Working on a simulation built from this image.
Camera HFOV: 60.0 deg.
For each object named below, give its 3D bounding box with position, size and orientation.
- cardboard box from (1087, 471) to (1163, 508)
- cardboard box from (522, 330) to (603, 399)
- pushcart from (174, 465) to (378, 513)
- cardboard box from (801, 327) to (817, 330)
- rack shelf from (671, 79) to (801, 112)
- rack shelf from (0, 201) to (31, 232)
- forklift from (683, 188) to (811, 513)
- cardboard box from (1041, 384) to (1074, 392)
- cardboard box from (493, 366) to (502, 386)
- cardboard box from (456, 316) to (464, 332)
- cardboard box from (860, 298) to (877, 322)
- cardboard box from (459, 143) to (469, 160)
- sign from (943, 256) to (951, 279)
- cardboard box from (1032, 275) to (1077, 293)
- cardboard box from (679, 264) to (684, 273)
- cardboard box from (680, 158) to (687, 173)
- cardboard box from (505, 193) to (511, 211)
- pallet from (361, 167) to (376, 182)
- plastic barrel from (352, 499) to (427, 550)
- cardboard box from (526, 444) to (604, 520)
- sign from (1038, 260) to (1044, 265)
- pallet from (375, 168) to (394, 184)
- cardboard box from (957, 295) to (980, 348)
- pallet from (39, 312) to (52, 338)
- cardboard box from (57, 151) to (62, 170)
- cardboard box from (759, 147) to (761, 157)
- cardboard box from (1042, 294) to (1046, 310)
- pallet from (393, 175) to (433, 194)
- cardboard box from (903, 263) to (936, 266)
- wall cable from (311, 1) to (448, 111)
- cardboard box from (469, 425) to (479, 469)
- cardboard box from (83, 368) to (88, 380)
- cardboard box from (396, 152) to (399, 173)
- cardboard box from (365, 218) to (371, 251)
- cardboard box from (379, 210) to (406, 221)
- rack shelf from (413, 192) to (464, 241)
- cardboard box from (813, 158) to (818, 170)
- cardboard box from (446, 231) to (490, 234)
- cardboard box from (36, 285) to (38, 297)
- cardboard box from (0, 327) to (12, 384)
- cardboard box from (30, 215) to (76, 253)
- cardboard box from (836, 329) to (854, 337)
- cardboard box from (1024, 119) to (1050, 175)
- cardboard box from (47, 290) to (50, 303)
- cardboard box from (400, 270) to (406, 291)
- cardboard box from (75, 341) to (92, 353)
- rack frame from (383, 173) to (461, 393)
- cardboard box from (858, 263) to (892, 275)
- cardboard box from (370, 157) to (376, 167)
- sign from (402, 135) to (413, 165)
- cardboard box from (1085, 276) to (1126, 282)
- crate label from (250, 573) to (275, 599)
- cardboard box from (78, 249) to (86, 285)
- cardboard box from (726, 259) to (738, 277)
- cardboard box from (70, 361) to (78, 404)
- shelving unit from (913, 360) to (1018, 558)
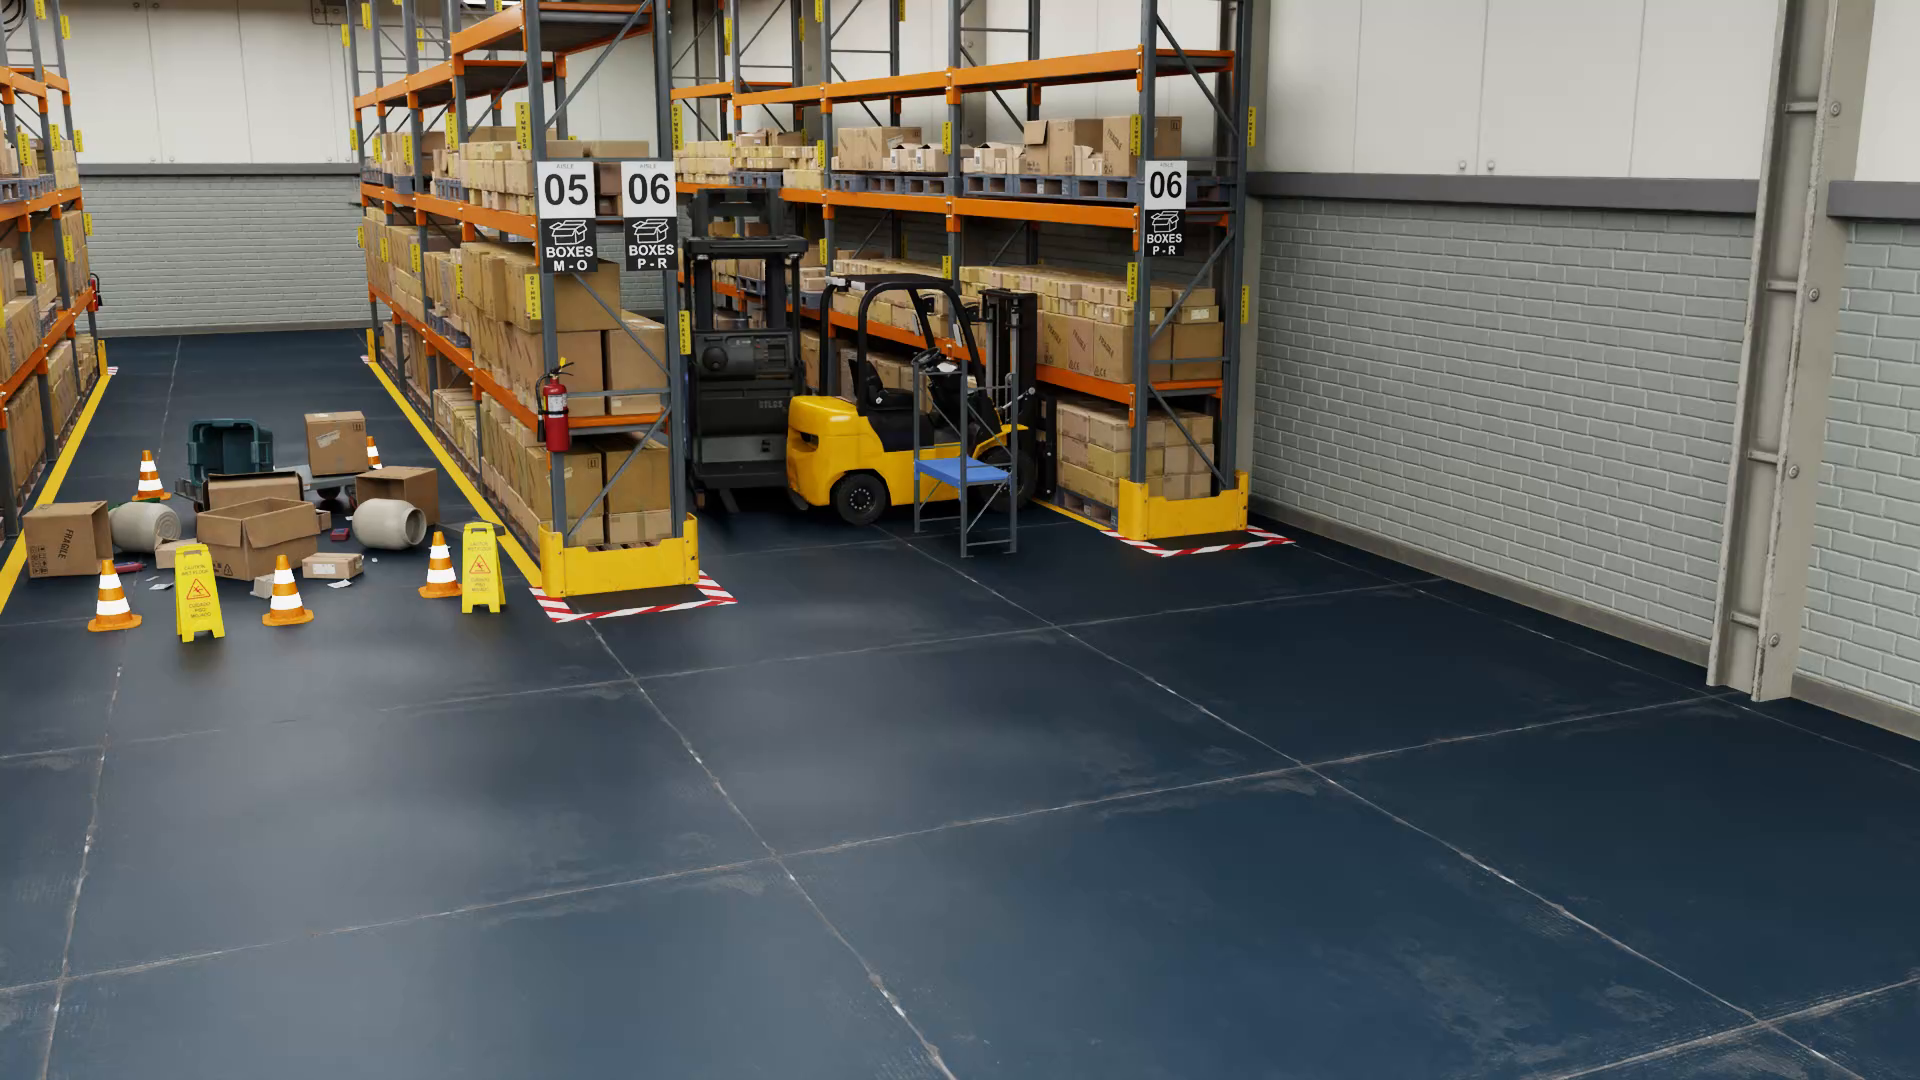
[{"bbox_3d":[1.483,-0.478,14.950,0.500,0.250,0.500,-6,14,-23],"label":"cardboard box"},{"bbox_3d":[-3.056,-1.376,12.782,0.500,0.500,0.500,-6,14,-24],"label":"cardboard box"},{"bbox_3d":[-6.257,-0.428,15.382,1.648,0.377,0.936,-12,18,-42],"label":"pushcart"},{"bbox_3d":[-2.231,-2.911,23.469,0.380,0.149,0.250,-6,14,-23],"label":"cardboard box"},{"bbox_3d":[-3.648,-7.008,26.293,1.077,0.370,4.000,-6,14,-23],"label":"rack shelf"},{"bbox_3d":[-9.485,-2.978,15.527,1.077,0.370,4.000,-6,14,-23],"label":"rack shelf"},{"bbox_3d":[-2.003,-1.797,15.635,1.130,2.935,3.031,-3,13,-13],"label":"forklift"},{"bbox_3d":[1.140,-1.430,16.844,0.500,0.250,0.500,-6,14,-23],"label":"cardboard box"},{"bbox_3d":[-3.852,-1.440,14.497,0.380,0.149,0.250,-6,14,-23],"label":"cardboard box"},{"bbox_3d":[-4.873,-2.191,16.812,0.380,0.149,0.250,-6,14,-24],"label":"cardboard box"},{"bbox_3d":[-0.881,-2.800,20.150,0.500,0.250,0.500,-6,14,-25],"label":"cardboard box"},{"bbox_3d":[-4.361,-3.555,15.213,0.380,0.149,0.250,-6,14,-24],"label":"cardboard box"},{"bbox_3d":[-0.135,-2.845,17.619,0.100,0.325,0.005,-6,14,-23],"label":"sign"},{"bbox_3d":[0.919,-2.479,16.109,0.380,0.149,0.250,-6,14,-23],"label":"cardboard box"},{"bbox_3d":[-4.568,-4.635,28.301,0.380,0.149,0.250,-6,14,-23],"label":"cardboard box"},{"bbox_3d":[-4.299,-6.164,27.370,0.500,0.250,0.500,-5,14,-22],"label":"cardboard box"},{"bbox_3d":[-3.473,-2.750,13.504,0.380,0.149,0.250,-6,14,-25],"label":"cardboard box"},{"bbox_3d":[-8.689,-5.667,25.747,1.003,0.211,1.213,-6,14,-23],"label":"pallet"},{"bbox_3d":[-4.801,-0.130,13.994,0.512,0.421,0.421,4,14,16],"label":"plastic barrel"},{"bbox_3d":[-3.146,-0.468,13.242,0.500,0.500,0.500,-6,14,-23],"label":"cardboard box"},{"bbox_3d":[0.866,-2.882,18.073,0.100,0.325,0.005,-6,14,-23],"label":"sign"},{"bbox_3d":[-7.711,-5.163,23.569,1.003,0.211,1.213,-6,14,-23],"label":"pallet"},{"bbox_3d":[0.297,-2.304,17.452,0.500,0.500,0.500,-6,14,-25],"label":"cardboard box"},{"bbox_3d":[-10.669,-2.324,18.186,1.213,0.211,1.003,-6,14,-23],"label":"pallet"},{"bbox_3d":[-12.056,-4.963,21.733,0.500,0.250,0.500,-6,14,-23],"label":"cardboard box"},{"bbox_3d":[-2.610,-5.456,23.385,0.380,0.149,0.250,-5,14,-22],"label":"cardboard box"},{"bbox_3d":[1.011,-2.278,15.900,0.380,0.149,0.250,-6,14,-23],"label":"cardboard box"},{"bbox_3d":[-6.097,-4.246,19.829,1.213,0.211,1.003,-5,14,-20],"label":"pallet"},{"bbox_3d":[-0.478,-3.305,20.336,0.380,0.149,0.250,-6,14,-23],"label":"cardboard box"},{"bbox_3d":[-10.842,-8.541,31.315,2.355,3.000,0.029,-6,14,-23],"label":"wall cable"},{"bbox_3d":[-4.401,-0.954,16.737,0.950,0.372,0.625,-5,14,-22],"label":"cardboard box"},{"bbox_3d":[-12.296,-2.291,23.007,0.380,0.149,0.250,-6,14,-24],"label":"cardboard box"},{"bbox_3d":[-6.663,-4.602,20.314,0.396,0.266,0.258,-6,14,-24],"label":"cardboard box"},{"bbox_3d":[-8.851,-4.706,25.611,0.500,0.500,0.500,-6,14,-24],"label":"cardboard box"},{"bbox_3d":[-8.262,-4.731,24.282,0.380,0.149,0.250,-6,14,-24],"label":"cardboard box"},{"bbox_3d":[-4.990,-3.446,17.549,1.077,0.370,4.000,-6,14,-23],"label":"rack shelf"},{"bbox_3d":[-1.693,-4.887,21.627,0.380,0.149,0.250,-6,14,-24],"label":"cardboard box"},{"bbox_3d":[-6.165,-3.618,20.910,0.500,0.500,0.500,-5,14,-21],"label":"cardboard box"},{"bbox_3d":[-10.617,-2.788,18.730,0.380,0.149,0.250,-6,14,-23],"label":"cardboard box"},{"bbox_3d":[-8.648,-1.635,14.562,0.500,0.500,0.500,-5,14,-22],"label":"cardboard box"},{"bbox_3d":[-12.241,-4.115,22.399,0.500,0.500,0.500,-5,14,-22],"label":"cardboard box"},{"bbox_3d":[-1.595,-2.852,23.212,0.380,0.149,0.250,-6,14,-24],"label":"cardboard box"},{"bbox_3d":[1.042,-3.724,15.773,0.797,0.503,0.637,-5,14,-21],"label":"cardboard box"},{"bbox_3d":[-11.128,-2.911,19.919,0.380,0.149,0.250,-6,14,-25],"label":"cardboard box"},{"bbox_3d":[-6.858,-3.313,21.254,0.500,0.250,0.500,-6,14,-25],"label":"cardboard box"},{"bbox_3d":[-12.574,-2.743,23.642,0.380,0.149,0.250,-5,14,-21],"label":"cardboard box"},{"bbox_3d":[-7.393,-3.575,23.162,1.000,3.000,0.127,-6,14,-23],"label":"rack frame"},{"bbox_3d":[-1.035,-3.311,20.363,0.380,0.149,0.250,-5,14,-22],"label":"cardboard box"},{"bbox_3d":[-8.770,-5.748,25.303,0.380,0.149,0.250,-5,14,-21],"label":"cardboard box"},{"bbox_3d":[-6.302,-4.452,18.977,0.100,0.325,0.005,-6,14,-23],"label":"sign"},{"bbox_3d":[1.428,-2.465,16.048,0.380,0.149,0.250,-6,14,-23],"label":"cardboard box"},{"bbox_3d":[-5.193,0.341,12.594,0.298,0.136,0.250,9,16,35],"label":"crate label"},{"bbox_3d":[-12.661,-3.846,23.455,0.500,0.500,0.500,-6,14,-23],"label":"cardboard box"},{"bbox_3d":[-3.274,-4.179,25.446,0.500,0.250,0.500,-5,14,-22],"label":"cardboard box"},{"bbox_3d":[-11.361,-1.963,20.812,0.500,0.500,0.500,-6,14,-24],"label":"cardboard box"},{"bbox_3d":[0.034,-0.713,14.125,0.538,1.500,1.048,-6,14,-23],"label":"shelving unit"}]
